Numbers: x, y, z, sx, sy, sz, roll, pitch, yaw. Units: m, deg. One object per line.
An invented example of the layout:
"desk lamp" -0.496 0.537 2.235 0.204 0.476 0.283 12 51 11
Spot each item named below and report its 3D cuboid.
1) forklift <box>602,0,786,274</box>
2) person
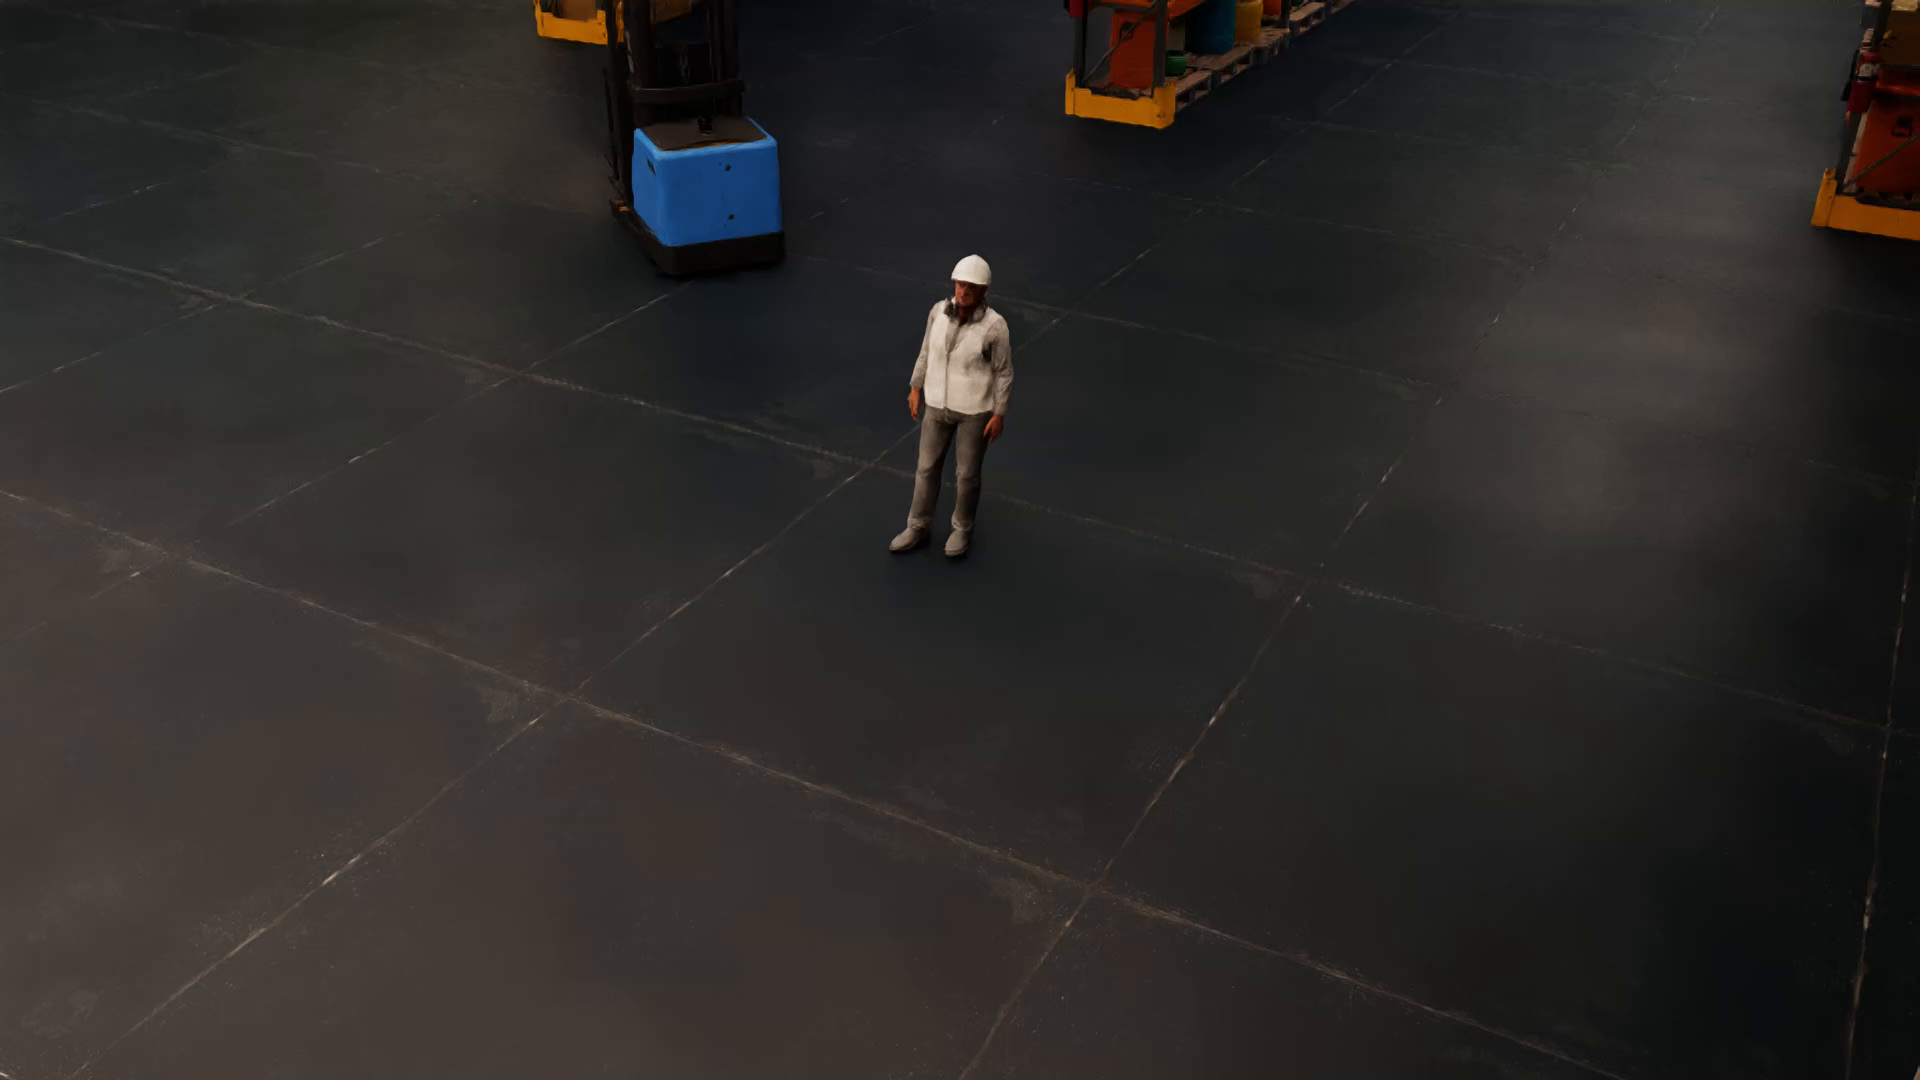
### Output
"forklift" -2.513 -4.166 14.290 1.130 2.935 3.031 -12 32 -20
"person" -0.037 -0.747 9.513 0.632 1.768 0.567 15 33 25
